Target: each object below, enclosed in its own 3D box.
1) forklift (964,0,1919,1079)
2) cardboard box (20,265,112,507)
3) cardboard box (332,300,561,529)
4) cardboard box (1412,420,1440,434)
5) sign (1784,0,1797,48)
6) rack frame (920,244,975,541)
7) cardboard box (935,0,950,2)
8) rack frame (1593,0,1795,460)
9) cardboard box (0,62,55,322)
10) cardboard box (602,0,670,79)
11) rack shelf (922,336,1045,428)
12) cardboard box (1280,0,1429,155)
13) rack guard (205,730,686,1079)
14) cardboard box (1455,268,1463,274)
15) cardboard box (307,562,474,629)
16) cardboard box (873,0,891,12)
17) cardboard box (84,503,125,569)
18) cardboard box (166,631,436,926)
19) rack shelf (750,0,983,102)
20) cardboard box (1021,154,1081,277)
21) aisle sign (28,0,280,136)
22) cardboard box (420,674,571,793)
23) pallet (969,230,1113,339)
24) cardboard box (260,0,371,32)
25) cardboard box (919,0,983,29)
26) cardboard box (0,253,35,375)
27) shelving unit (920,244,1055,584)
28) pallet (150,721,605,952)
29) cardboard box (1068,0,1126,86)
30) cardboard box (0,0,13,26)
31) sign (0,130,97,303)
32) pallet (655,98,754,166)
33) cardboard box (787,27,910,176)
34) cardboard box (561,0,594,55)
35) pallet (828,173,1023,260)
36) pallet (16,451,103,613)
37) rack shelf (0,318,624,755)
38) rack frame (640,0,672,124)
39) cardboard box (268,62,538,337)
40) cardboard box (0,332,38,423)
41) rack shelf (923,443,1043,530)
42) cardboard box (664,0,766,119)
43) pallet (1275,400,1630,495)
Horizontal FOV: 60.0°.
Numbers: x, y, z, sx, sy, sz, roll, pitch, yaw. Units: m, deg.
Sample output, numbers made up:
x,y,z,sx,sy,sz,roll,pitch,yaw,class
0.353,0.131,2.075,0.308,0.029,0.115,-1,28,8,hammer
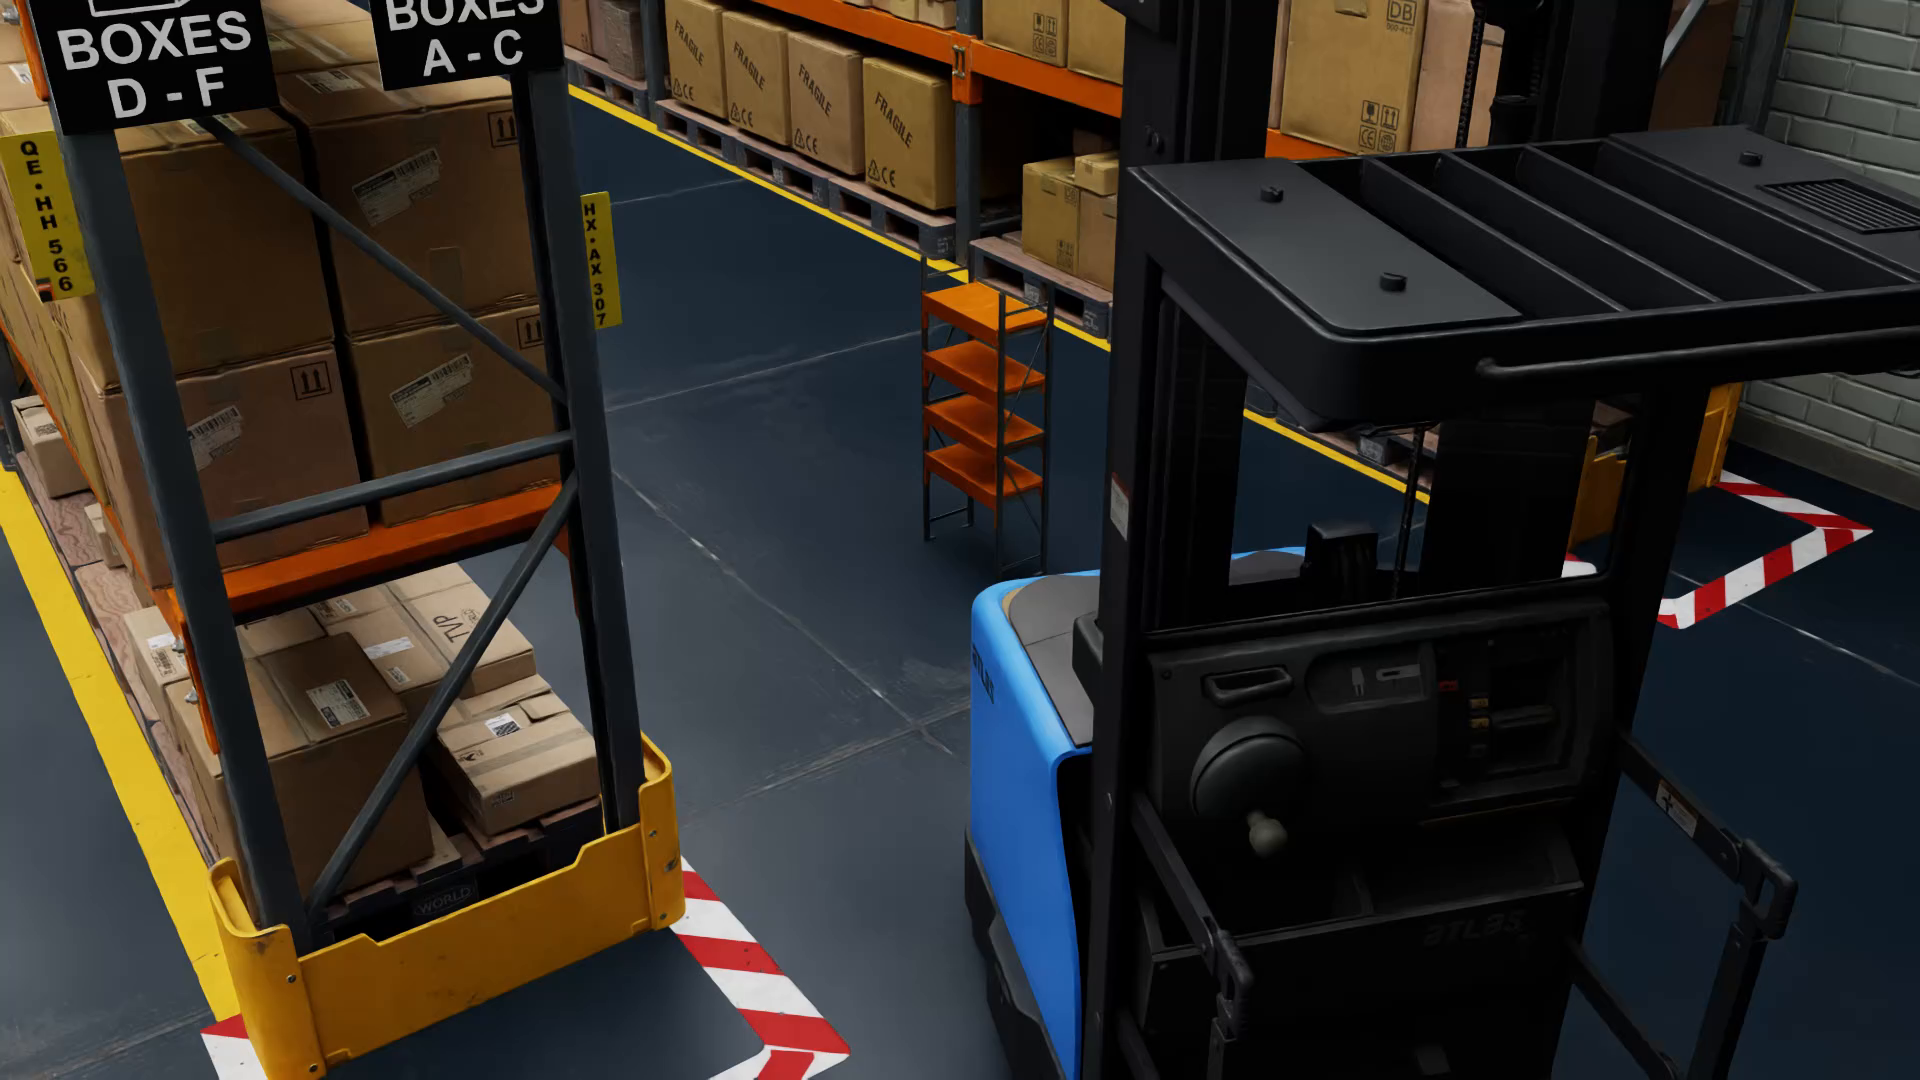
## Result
x,y,z,sx,sy,sz,roll,pitch,yaw,class
0.860,0.395,2.951,1.130,2.935,3.031,-7,29,-12,forklift
-2.081,-0.463,4.354,0.500,0.500,0.500,-18,34,-30,cardboard box
-1.338,-0.409,4.255,0.500,0.500,0.500,-18,33,-30,cardboard box
2.250,-0.823,7.301,0.700,0.500,0.500,-19,34,-31,cardboard box
3.193,-2.059,6.408,0.100,0.325,0.005,-19,34,-31,sign
-0.046,-0.558,6.520,0.240,1.200,0.015,-19,34,-31,rack frame
-0.056,-3.340,9.320,0.500,0.500,0.500,-19,34,-31,cardboard box
2.738,-1.492,6.355,1.000,3.000,0.127,-19,34,-31,rack frame
-2.071,-0.896,4.104,0.500,0.500,0.500,-18,33,-29,cardboard box
-2.363,-3.963,13.061,0.700,0.500,0.500,-18,33,-30,cardboard box
0.096,-0.600,6.271,0.258,0.148,0.480,-19,34,-31,rack shelf
2.003,-2.099,7.158,0.980,0.700,0.700,-19,34,-31,cardboard box
-1.339,0.950,4.478,1.175,0.500,0.348,-19,34,-31,rack guard
2.027,-1.107,7.145,0.380,0.149,0.250,-19,34,-31,cardboard box
-1.960,0.217,5.628,0.500,0.250,0.500,-19,34,-31,cardboard box
-0.288,-3.203,9.748,0.380,0.149,0.250,-18,33,-29,cardboard box
-3.038,-0.066,6.236,0.380,0.166,0.250,-19,34,-31,cardboard box
-1.811,0.643,4.582,0.500,0.500,0.500,-19,34,-31,cardboard box
-0.743,-3.509,10.821,1.077,0.370,4.000,-19,34,-31,rack shelf
0.768,-1.814,9.127,0.700,0.500,0.500,-18,33,-30,cardboard box
-1.505,-1.150,3.001,0.394,0.787,0.004,-19,34,-31,aisle sign
-1.403,0.577,5.052,0.380,0.166,0.250,-19,34,-31,cardboard box
0.795,-1.505,9.299,1.003,0.211,1.213,-19,34,-31,pallet
-1.933,-1.245,4.747,0.500,0.500,0.500,-18,33,-30,cardboard box
-0.009,-2.999,9.371,0.380,0.149,0.250,-18,34,-30,cardboard box
-2.658,-0.854,5.075,0.500,0.500,0.500,-19,34,-31,cardboard box
0.096,-0.463,6.345,0.258,1.200,0.503,-19,34,-31,shelving unit
-1.803,0.767,5.117,1.003,0.211,1.213,-19,34,-31,pallet
1.138,-2.678,8.224,0.980,0.700,0.700,-20,34,-32,cardboard box
-2.674,-1.296,4.840,0.500,0.500,0.500,-18,33,-29,cardboard box
-1.759,-0.621,3.206,0.100,0.325,0.005,-19,34,-31,sign
-1.507,-3.049,12.144,1.003,0.211,1.213,-19,34,-31,pallet
-0.583,-2.848,10.664,0.750,0.750,0.750,-18,33,-29,cardboard box
-2.878,-4.380,13.831,0.700,0.500,0.500,-19,34,-31,cardboard box
-0.091,-2.101,10.397,1.003,0.211,1.213,-19,34,-31,pallet
-3.218,-0.182,6.864,1.003,0.211,1.213,-19,34,-31,pallet
-2.455,-0.581,5.430,1.077,0.370,4.000,-19,34,-31,rack shelf
-1.903,-4.602,12.081,1.000,3.000,0.127,-19,34,-31,rack frame
-1.338,-0.848,4.016,0.500,0.500,0.500,-18,33,-29,cardboard box
-4.135,-0.882,7.389,0.500,0.500,0.500,-19,34,-31,cardboard box
0.096,-0.229,6.472,0.258,0.148,0.480,-19,34,-31,rack shelf
-1.583,-3.520,11.901,0.750,0.750,0.750,-19,34,-31,cardboard box
2.210,-0.556,7.553,1.003,0.211,1.213,-19,34,-31,pallet
